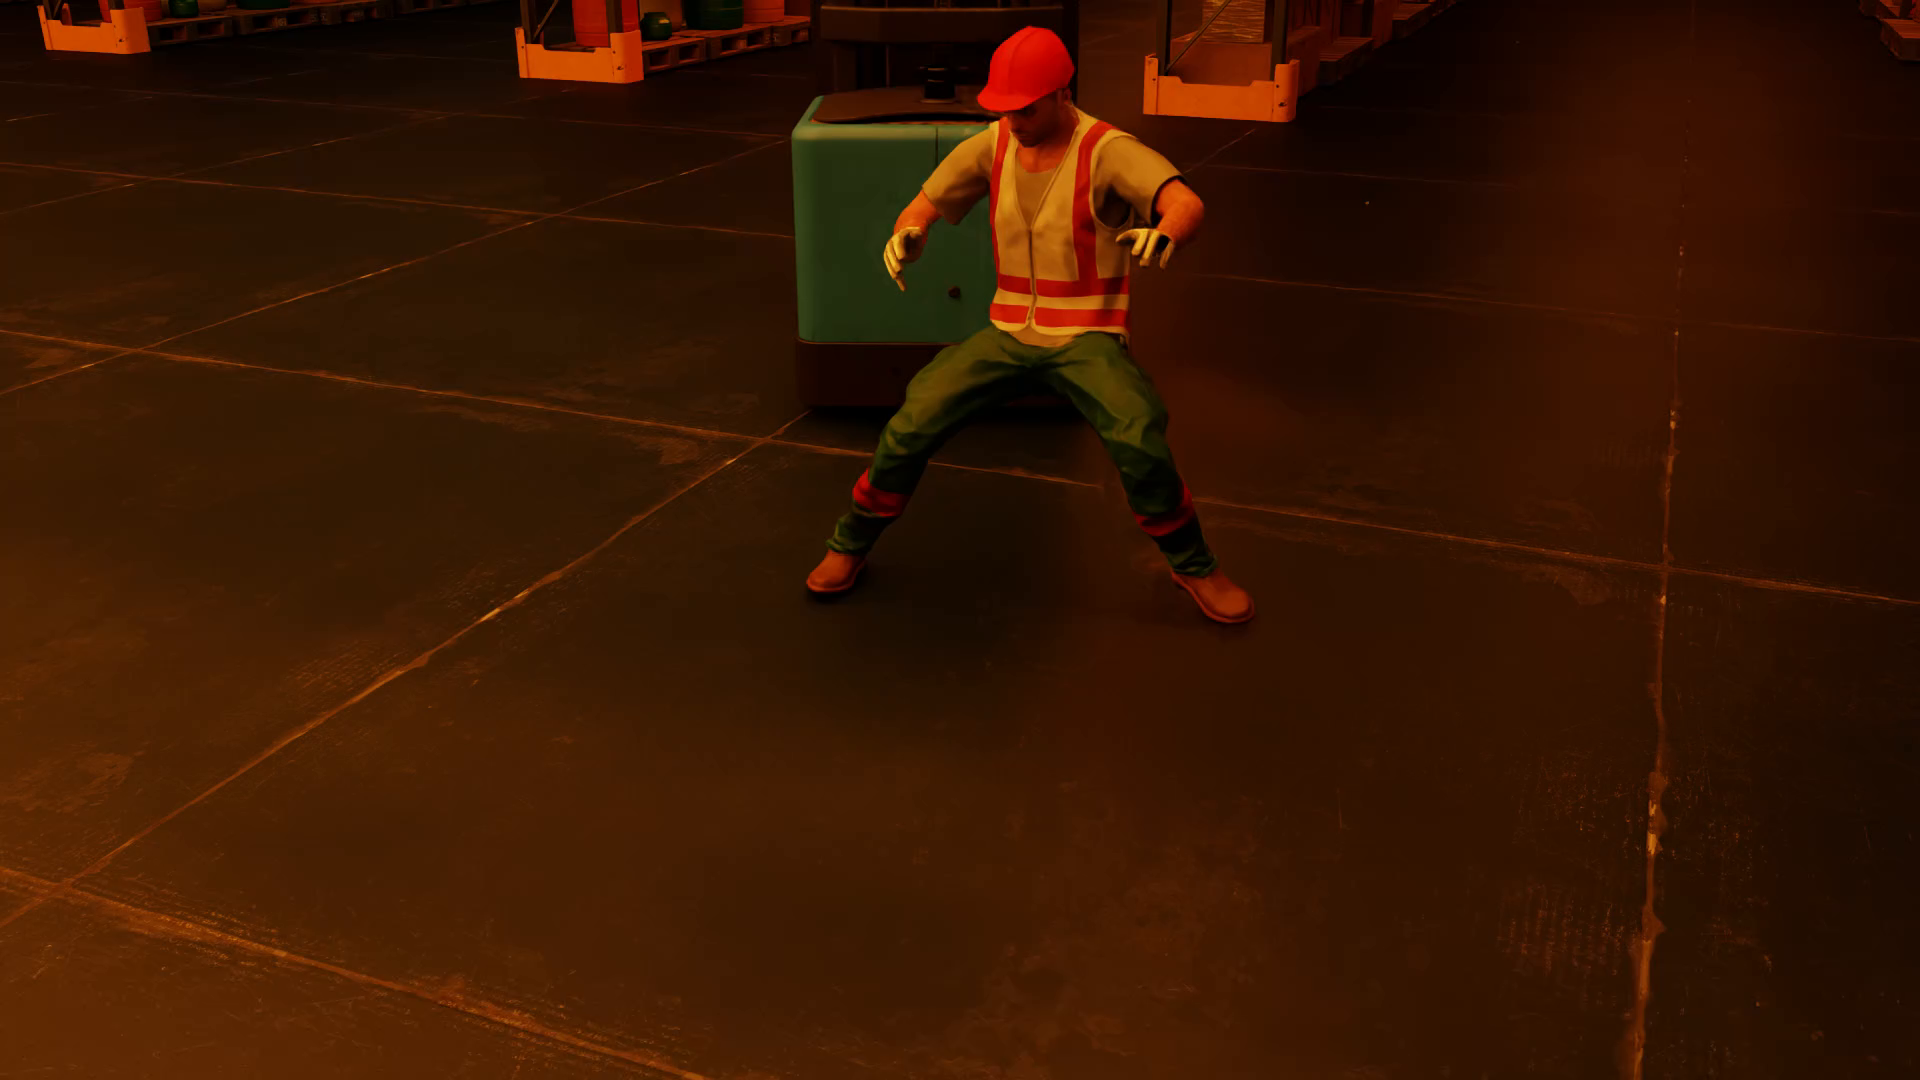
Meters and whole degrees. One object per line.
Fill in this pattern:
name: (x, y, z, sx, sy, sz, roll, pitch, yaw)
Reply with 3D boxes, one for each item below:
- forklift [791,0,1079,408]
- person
forklift: (-0.058, -2.353, 6.922, 1.130, 2.935, 3.031, 0, 23, 1)
person: (0.202, -0.542, 4.383, 1.229, 1.548, 0.692, 14, 27, 31)
